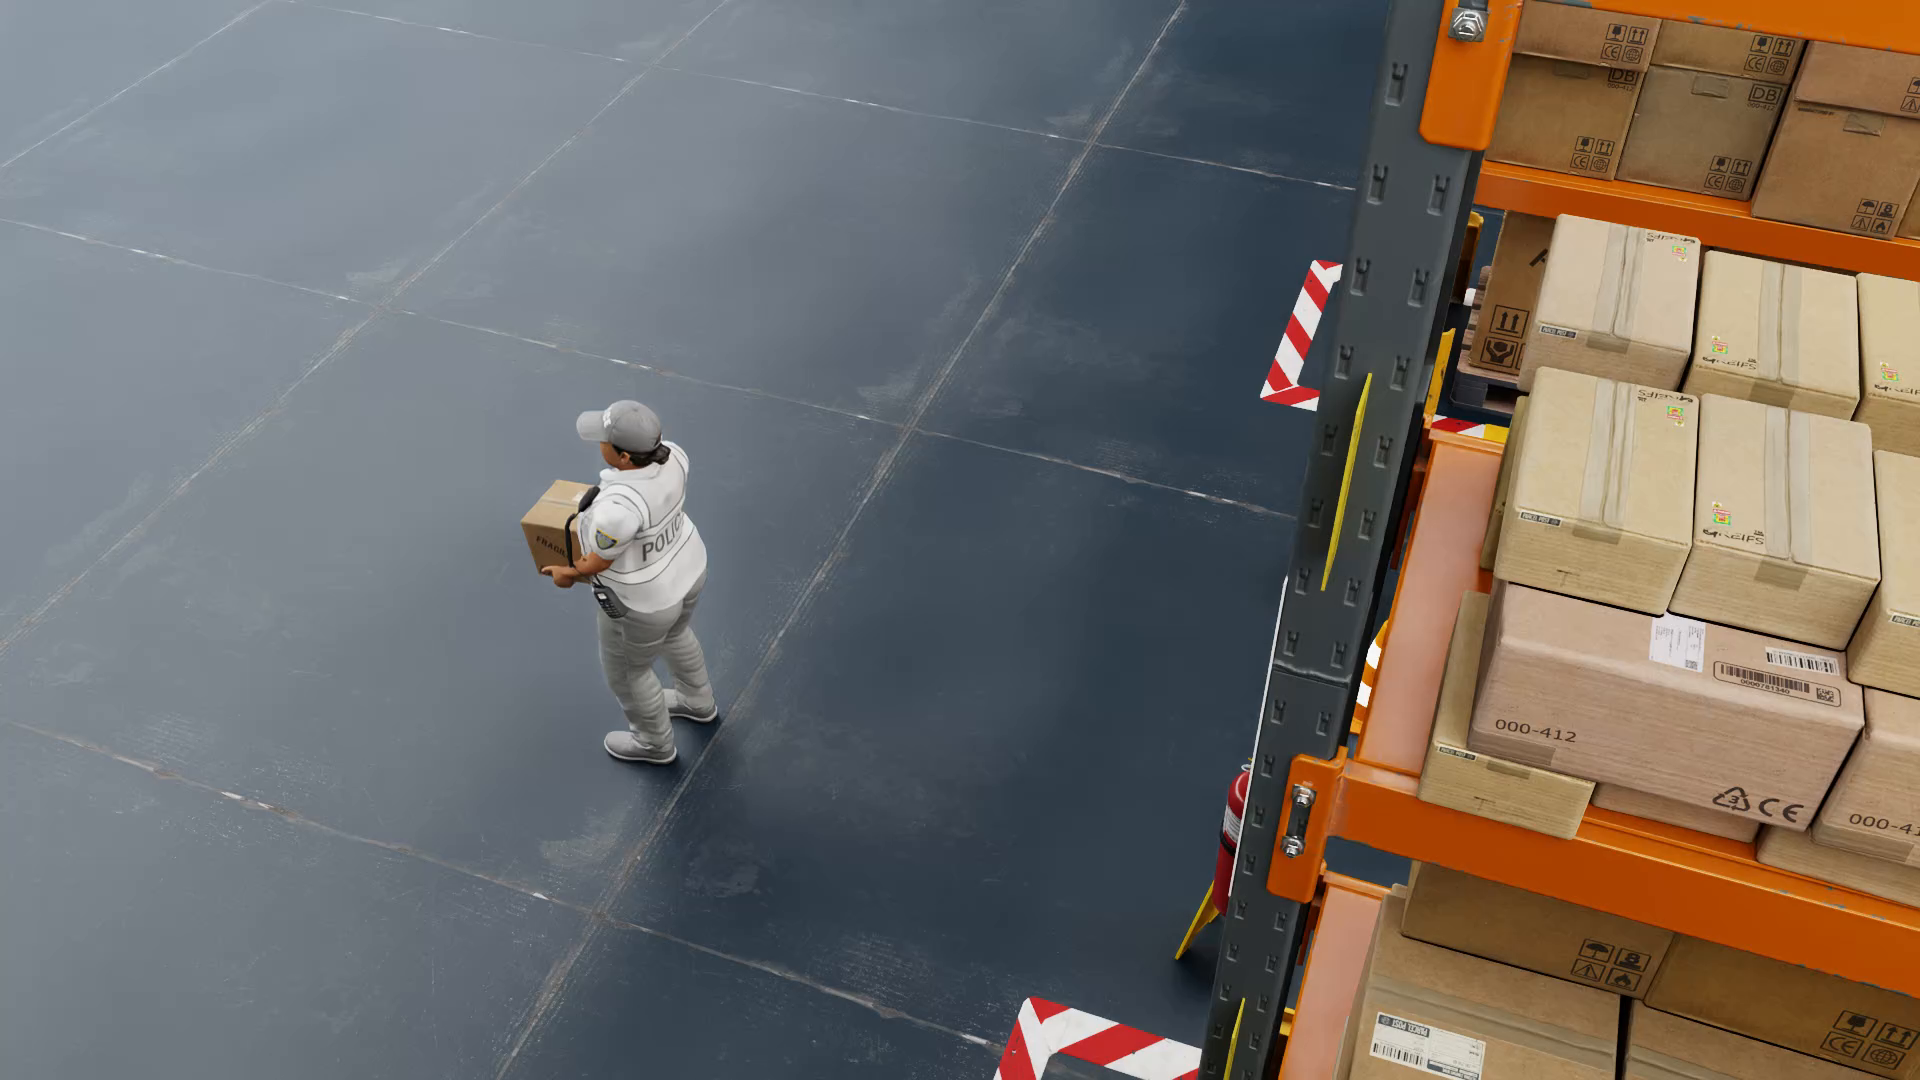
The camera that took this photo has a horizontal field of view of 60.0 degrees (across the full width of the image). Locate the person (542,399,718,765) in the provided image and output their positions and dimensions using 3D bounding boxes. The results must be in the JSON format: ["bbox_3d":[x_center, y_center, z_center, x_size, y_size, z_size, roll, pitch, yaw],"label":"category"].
[{"bbox_3d":[-1.195,0.143,6.006,0.541,1.657,0.455,14,44,16],"label":"person"}]
